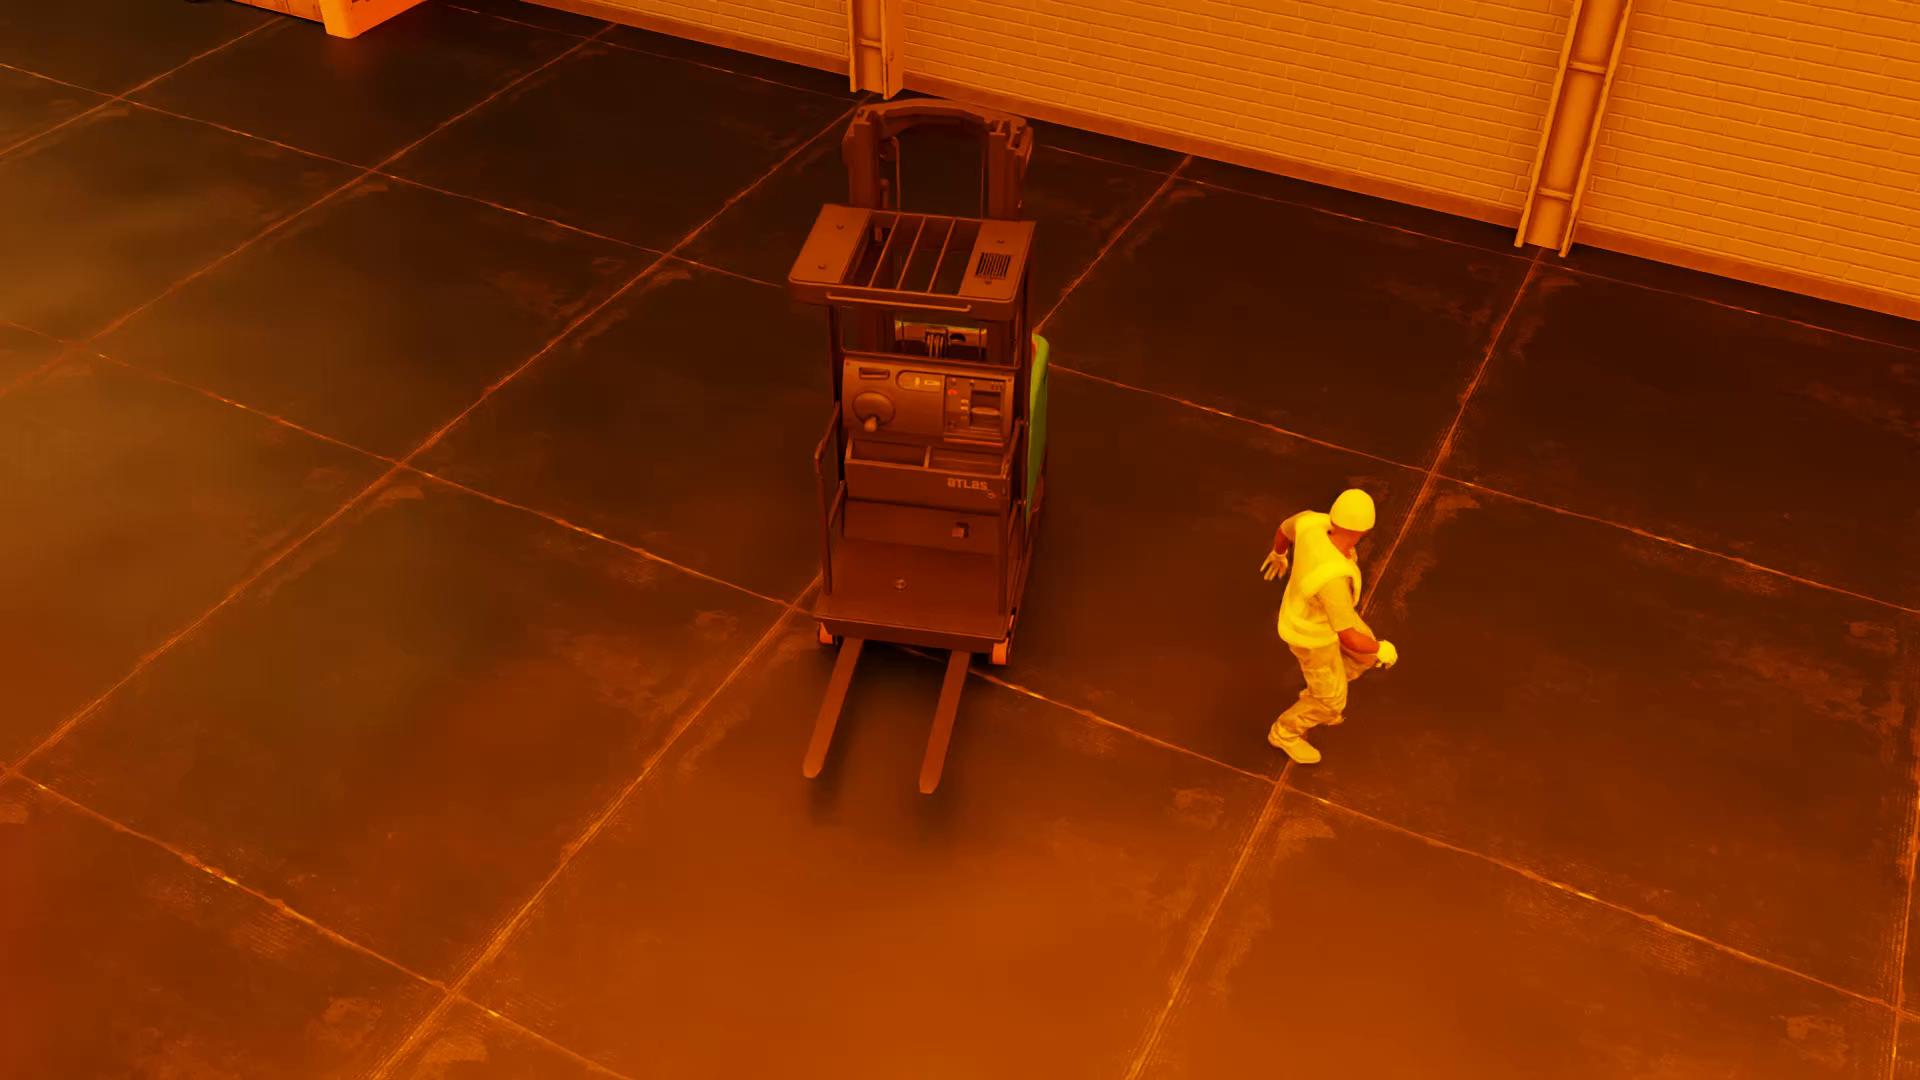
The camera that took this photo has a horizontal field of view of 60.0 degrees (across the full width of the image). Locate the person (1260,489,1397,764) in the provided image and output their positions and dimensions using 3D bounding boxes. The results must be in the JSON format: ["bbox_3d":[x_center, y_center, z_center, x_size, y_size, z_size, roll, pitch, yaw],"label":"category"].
[{"bbox_3d":[1.853,0.426,8.454,0.758,1.725,0.740,11,41,13],"label":"person"}]

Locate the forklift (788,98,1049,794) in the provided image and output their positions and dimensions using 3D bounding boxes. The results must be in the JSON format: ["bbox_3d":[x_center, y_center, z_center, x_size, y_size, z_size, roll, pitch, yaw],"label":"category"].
[{"bbox_3d":[-0.208,-0.667,8.778,1.130,2.935,3.031,6,41,8],"label":"forklift"}]
